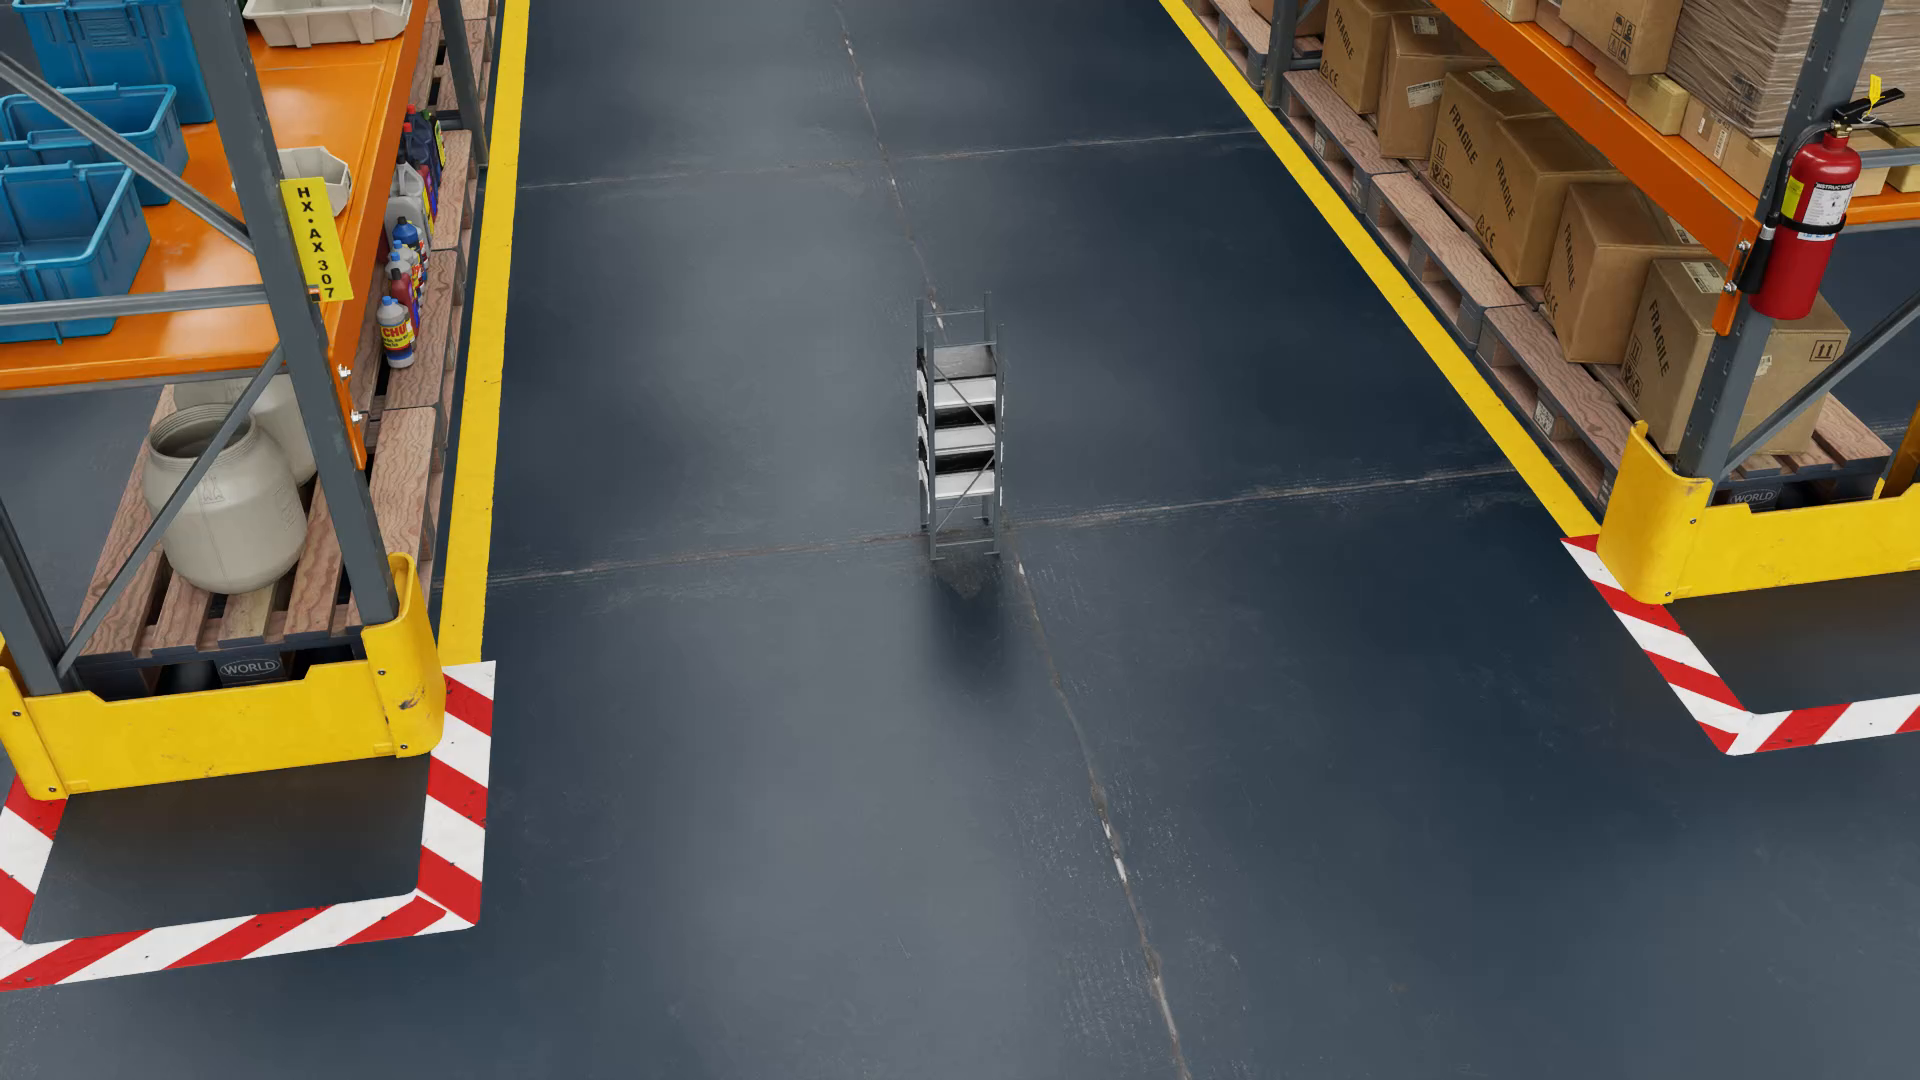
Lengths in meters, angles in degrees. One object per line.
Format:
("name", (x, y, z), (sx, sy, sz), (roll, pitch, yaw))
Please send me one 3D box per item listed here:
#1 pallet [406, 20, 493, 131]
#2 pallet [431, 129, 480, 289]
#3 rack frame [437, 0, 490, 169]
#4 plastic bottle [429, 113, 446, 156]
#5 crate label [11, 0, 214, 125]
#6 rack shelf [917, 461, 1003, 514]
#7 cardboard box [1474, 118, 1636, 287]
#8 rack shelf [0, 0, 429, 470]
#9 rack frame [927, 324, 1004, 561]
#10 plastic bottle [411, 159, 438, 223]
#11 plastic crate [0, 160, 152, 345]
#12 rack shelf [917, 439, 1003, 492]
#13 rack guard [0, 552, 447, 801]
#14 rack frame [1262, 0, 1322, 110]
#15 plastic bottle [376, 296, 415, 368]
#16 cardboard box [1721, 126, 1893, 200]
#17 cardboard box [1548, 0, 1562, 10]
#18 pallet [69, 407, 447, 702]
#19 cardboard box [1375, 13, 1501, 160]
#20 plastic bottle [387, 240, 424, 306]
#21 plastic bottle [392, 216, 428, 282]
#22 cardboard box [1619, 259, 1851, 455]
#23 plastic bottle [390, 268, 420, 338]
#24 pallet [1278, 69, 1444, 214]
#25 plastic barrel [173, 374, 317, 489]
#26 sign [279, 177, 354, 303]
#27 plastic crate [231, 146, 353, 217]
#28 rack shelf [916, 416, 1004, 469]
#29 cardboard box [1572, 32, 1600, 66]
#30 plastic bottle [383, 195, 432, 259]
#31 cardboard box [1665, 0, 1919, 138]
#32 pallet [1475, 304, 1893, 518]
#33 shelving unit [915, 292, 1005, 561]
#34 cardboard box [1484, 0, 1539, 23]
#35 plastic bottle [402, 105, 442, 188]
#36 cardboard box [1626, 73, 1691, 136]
("pallet", (-2.967, -2.339, 8.589), (1.003, 0.211, 1.213), (-6, 38, -8))
("pallet", (-2.715, -1.459, 7.456), (1.003, 0.211, 1.213), (-6, 38, -8))
("rack frame", (-2.791, -2.970, 7.128), (1.000, 3.000, 0.127), (-6, 38, -8))
("plastic bottle", (-2.421, -1.853, 7.613), (0.097, 0.201, 0.097), (0, 38, 0))
("crate label", (-2.679, -1.651, 5.401), (0.502, 0.435, 0.616), (-6, 38, -8))
("rack shelf", (-0.001, -0.192, 5.611), (0.258, 0.077, 0.200), (-6, 38, -8))
("cardboard box", (2.464, -1.382, 6.779), (0.500, 0.500, 0.500), (-3, 38, -4))
("rack shelf", (-2.441, -1.478, 5.794), (1.077, 0.370, 4.000), (-6, 38, -8))
("rack frame", (0.016, -0.299, 5.401), (0.240, 0.900, 0.006), (-6, 38, -8))
("plastic bottle", (-2.291, -1.504, 7.096), (0.061, 0.283, 0.133), (-4, 38, -5))
("plastic crate", (-2.472, -0.766, 4.412), (0.499, 0.251, 0.616), (-6, 38, -8))
("rack shelf", (-0.001, -0.263, 5.556), (0.258, 0.077, 0.200), (-6, 38, -8))
("rack guard", (-2.150, 0.392, 4.838), (1.175, 0.500, 0.348), (-6, 38, -8))
("rack frame", (2.085, -3.503, 7.814), (1.000, 3.000, 0.127), (-6, 38, -8))
("plastic bottle", (-2.101, -0.779, 6.173), (0.097, 0.271, 0.097), (0, 38, 0))
("cardboard box", (2.533, -1.138, 4.974), (0.380, 0.149, 0.250), (-6, 38, -8))
("cardboard box", (2.466, -2.175, 5.781), (0.875, 0.500, 0.500), (-6, 38, -8))
("pallet", (-2.287, 0.015, 5.559), (1.003, 0.211, 1.213), (-6, 38, -8))
("cardboard box", (2.224, -2.091, 7.691), (0.500, 0.500, 0.500), (5, 38, 7))
("plastic bottle", (-2.179, -1.047, 6.518), (0.097, 0.271, 0.097), (0, 38, 0))
("plastic bottle", (-2.214, -1.169, 6.675), (0.097, 0.271, 0.097), (0, 38, 0))
("cardboard box", (2.693, -0.645, 5.830), (0.500, 0.500, 0.500), (0, 38, 1))
("plastic bottle", (-2.123, -0.923, 6.348), (0.061, 0.283, 0.133), (-6, 38, -7))
("pallet", (2.237, -2.000, 8.152), (1.003, 0.211, 1.213), (-6, 38, -8))
("plastic barrel", (-2.369, -0.430, 5.544), (0.421, 0.512, 0.421), (0, 38, 0))
("sign", (-1.548, -0.720, 4.006), (0.100, 0.325, 0.005), (-6, 38, -8))
("plastic crate", (-1.930, -1.025, 4.840), (0.298, 0.136, 0.250), (-6, 38, -8))
("rack shelf", (-0.001, -0.334, 5.501), (0.258, 0.077, 0.200), (-6, 38, -8))
("cardboard box", (2.364, -1.742, 5.753), (0.380, 0.149, 0.250), (-6, 38, -8))
("plastic bottle", (-2.280, -1.301, 6.841), (0.152, 0.276, 0.135), (-6, 38, -7))
("cardboard box", (2.717, -1.579, 5.014), (0.875, 0.500, 0.500), (-6, 38, -8))
("pallet", (2.665, -0.526, 6.255), (1.003, 0.211, 1.213), (-6, 38, -8))
("shelving unit", (-0.001, -0.360, 5.480), (0.258, 0.900, 0.210), (-6, 38, -8))
("cardboard box", (2.167, -2.032, 6.126), (0.380, 0.149, 0.250), (-6, 38, -8))
("plastic bottle", (-2.395, -1.740, 7.345), (0.144, 0.351, 0.185), (-7, 38, -9))
("cardboard box", (2.395, -1.434, 5.356), (0.380, 0.149, 0.250), (-6, 38, -8))
